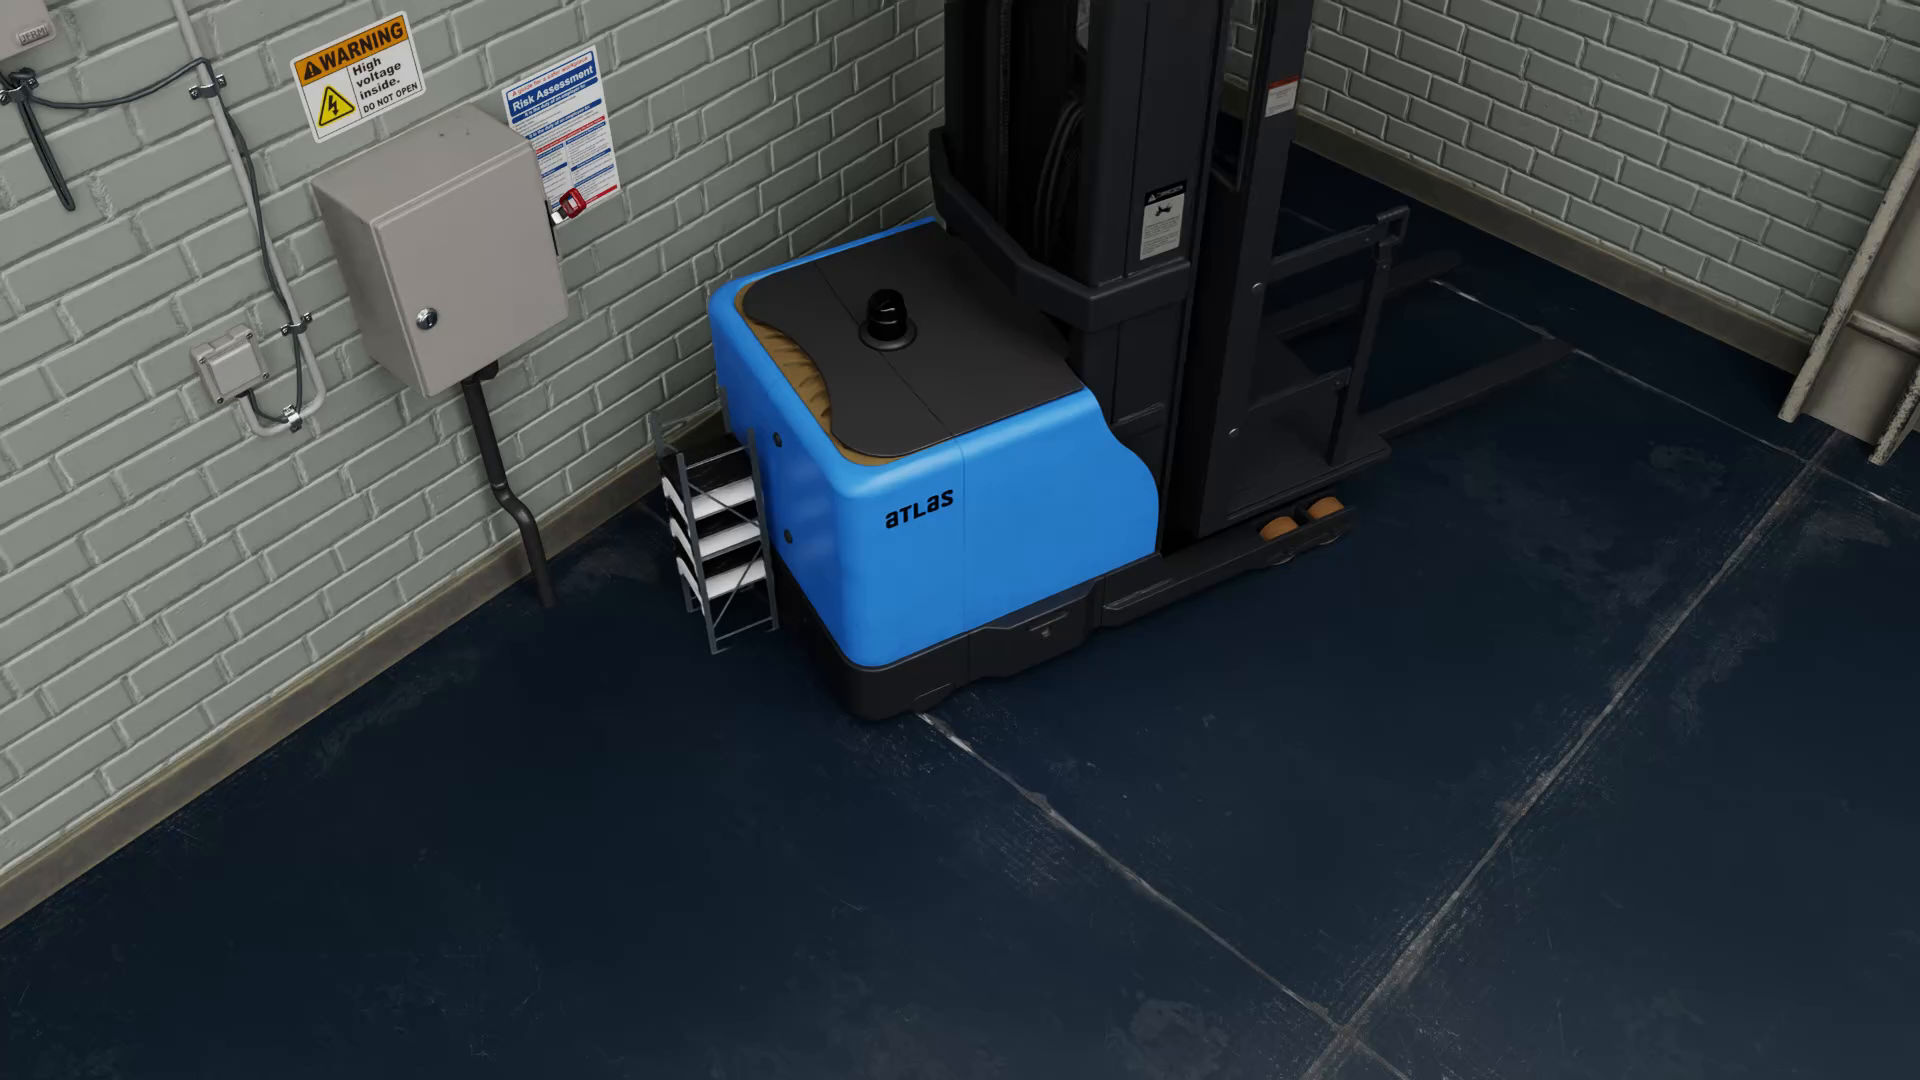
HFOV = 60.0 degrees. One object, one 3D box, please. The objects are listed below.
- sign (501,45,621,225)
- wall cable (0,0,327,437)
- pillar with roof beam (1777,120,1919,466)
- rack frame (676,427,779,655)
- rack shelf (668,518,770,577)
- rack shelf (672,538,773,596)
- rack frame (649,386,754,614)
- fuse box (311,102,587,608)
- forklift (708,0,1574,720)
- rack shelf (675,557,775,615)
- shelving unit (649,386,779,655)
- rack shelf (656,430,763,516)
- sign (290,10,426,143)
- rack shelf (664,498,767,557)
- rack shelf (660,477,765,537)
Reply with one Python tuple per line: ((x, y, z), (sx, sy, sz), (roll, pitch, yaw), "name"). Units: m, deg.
((-1.154, -1.158, 4.845), (0.001, 0.494, 0.329), (34, 55, 28), "sign")
((-1.915, -0.883, 3.825), (0.122, 1.984, 0.588), (34, 55, 28), "wall cable")
((0.365, -1.219, 0.722), (0.400, 9.000, 9.100), (34, 55, 28), "pillar with roof beam")
((-0.703, 0.023, 5.110), (0.240, 0.900, 0.006), (-22, 51, -19), "rack frame")
((-0.752, -0.019, 5.196), (0.258, 0.077, 0.200), (-22, 51, -19), "rack shelf")
((-0.751, 0.042, 5.261), (0.258, 0.077, 0.200), (-22, 51, -19), "rack shelf")
((-0.801, -0.107, 5.232), (0.240, 0.900, 0.006), (-22, 51, -19), "rack frame")
((-1.336, -0.382, 4.935), (0.414, 1.711, 0.539), (34, 55, 28), "fuse box")
((0.769, -1.237, 4.901), (3.031, 2.935, 1.130), (-22, 51, -19), "forklift")
((-0.751, 0.104, 5.327), (0.258, 0.077, 0.200), (-22, 51, -19), "rack shelf")
((-0.752, -0.042, 5.171), (0.258, 0.900, 0.210), (-22, 51, -19), "shelving unit")
((-0.753, -0.204, 4.999), (0.258, 0.077, 0.200), (-22, 51, -19), "rack shelf")
((-1.526, -1.179, 4.233), (0.001, 0.242, 0.339), (34, 55, 28), "sign")
((-0.752, -0.081, 5.130), (0.258, 0.077, 0.200), (-22, 51, -19), "rack shelf")
((-0.752, -0.142, 5.064), (0.258, 0.077, 0.200), (-22, 51, -19), "rack shelf")
